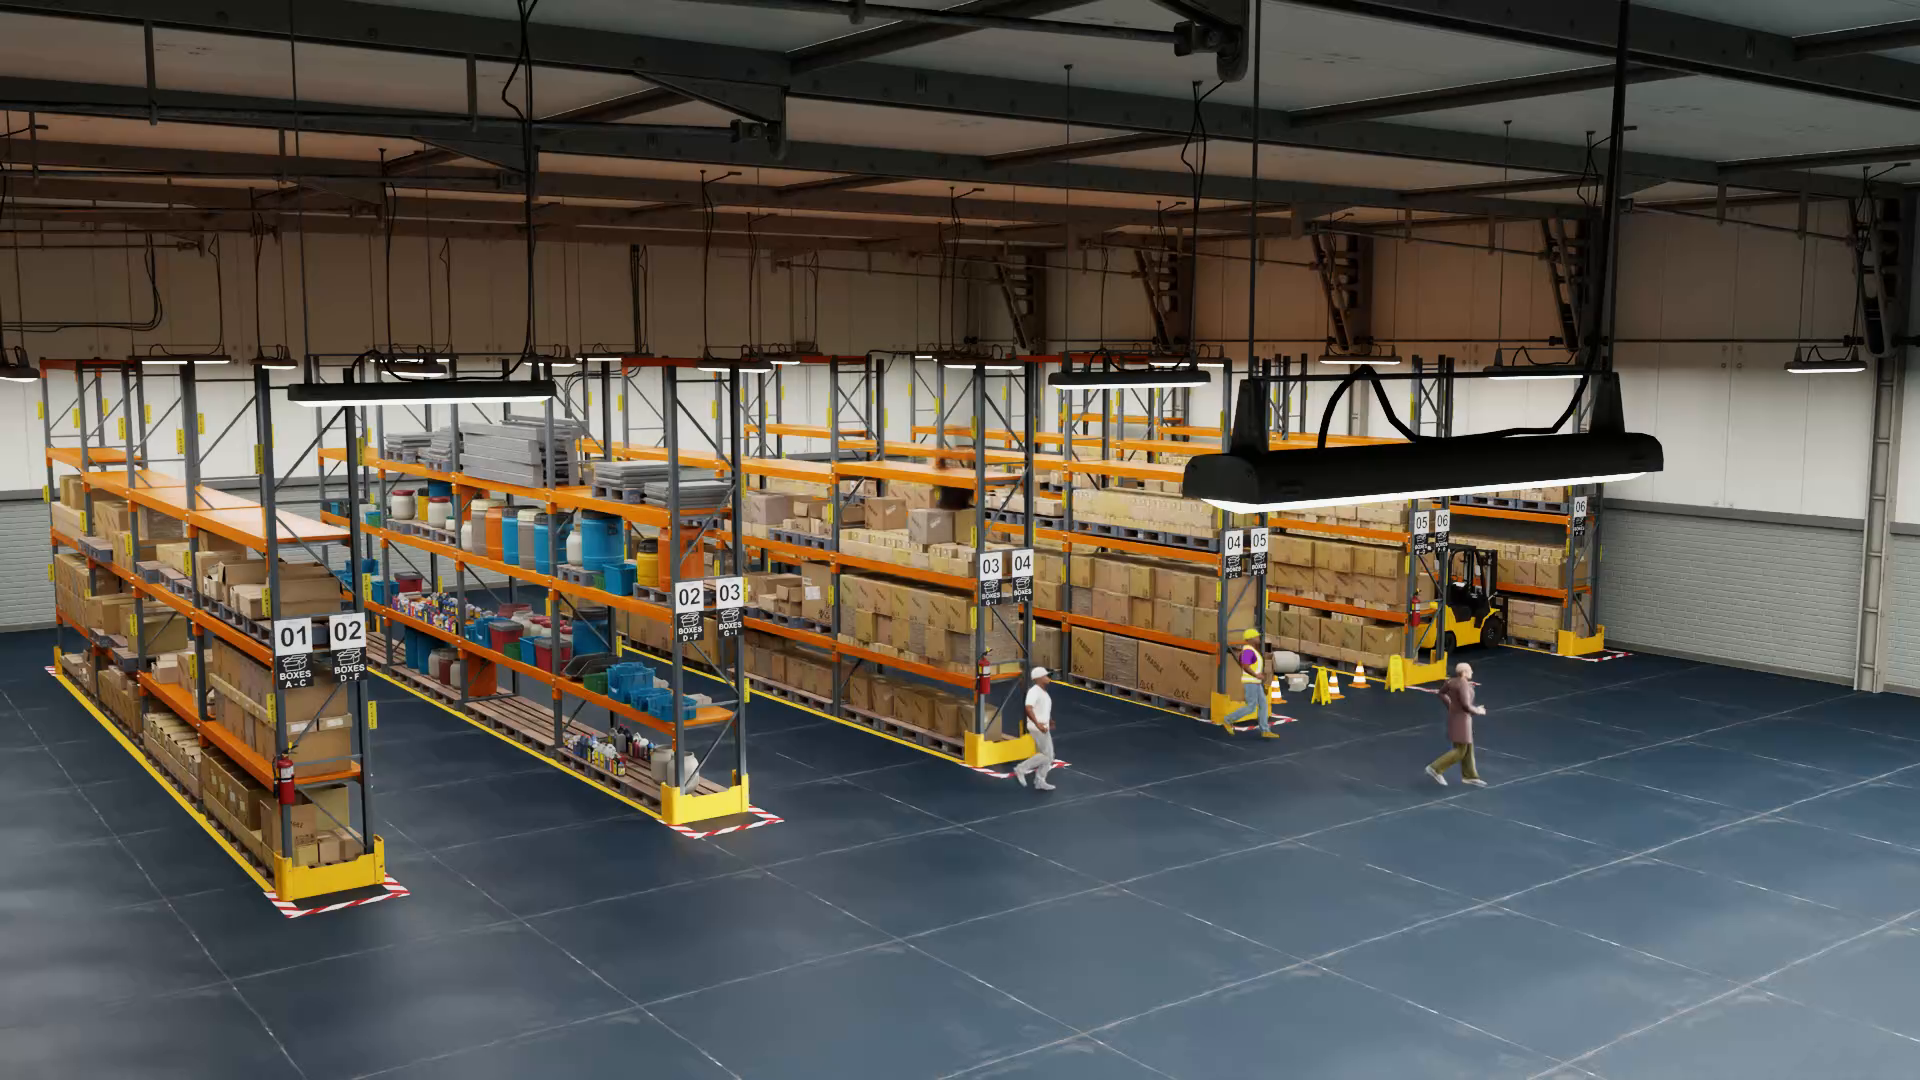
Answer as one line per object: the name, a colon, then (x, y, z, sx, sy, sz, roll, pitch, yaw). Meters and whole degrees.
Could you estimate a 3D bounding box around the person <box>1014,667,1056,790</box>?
person: (1.078, 2.656, 23.632, 0.592, 1.706, 0.752, 1, 7, 6)

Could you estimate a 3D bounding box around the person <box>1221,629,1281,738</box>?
person: (4.653, 2.281, 26.579, 0.942, 1.738, 0.774, 1, 7, 8)

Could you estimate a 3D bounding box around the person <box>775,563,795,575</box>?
person: (-4.390, 0.472, 41.917, 0.617, 1.702, 0.727, 3, 7, 24)

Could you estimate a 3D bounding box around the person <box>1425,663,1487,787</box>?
person: (7.054, 2.625, 23.565, 0.933, 1.799, 0.734, 0, 7, -1)

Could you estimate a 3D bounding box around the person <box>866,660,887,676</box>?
person: (-1.525, 1.727, 31.350, 0.611, 1.732, 0.812, -5, 9, -38)
